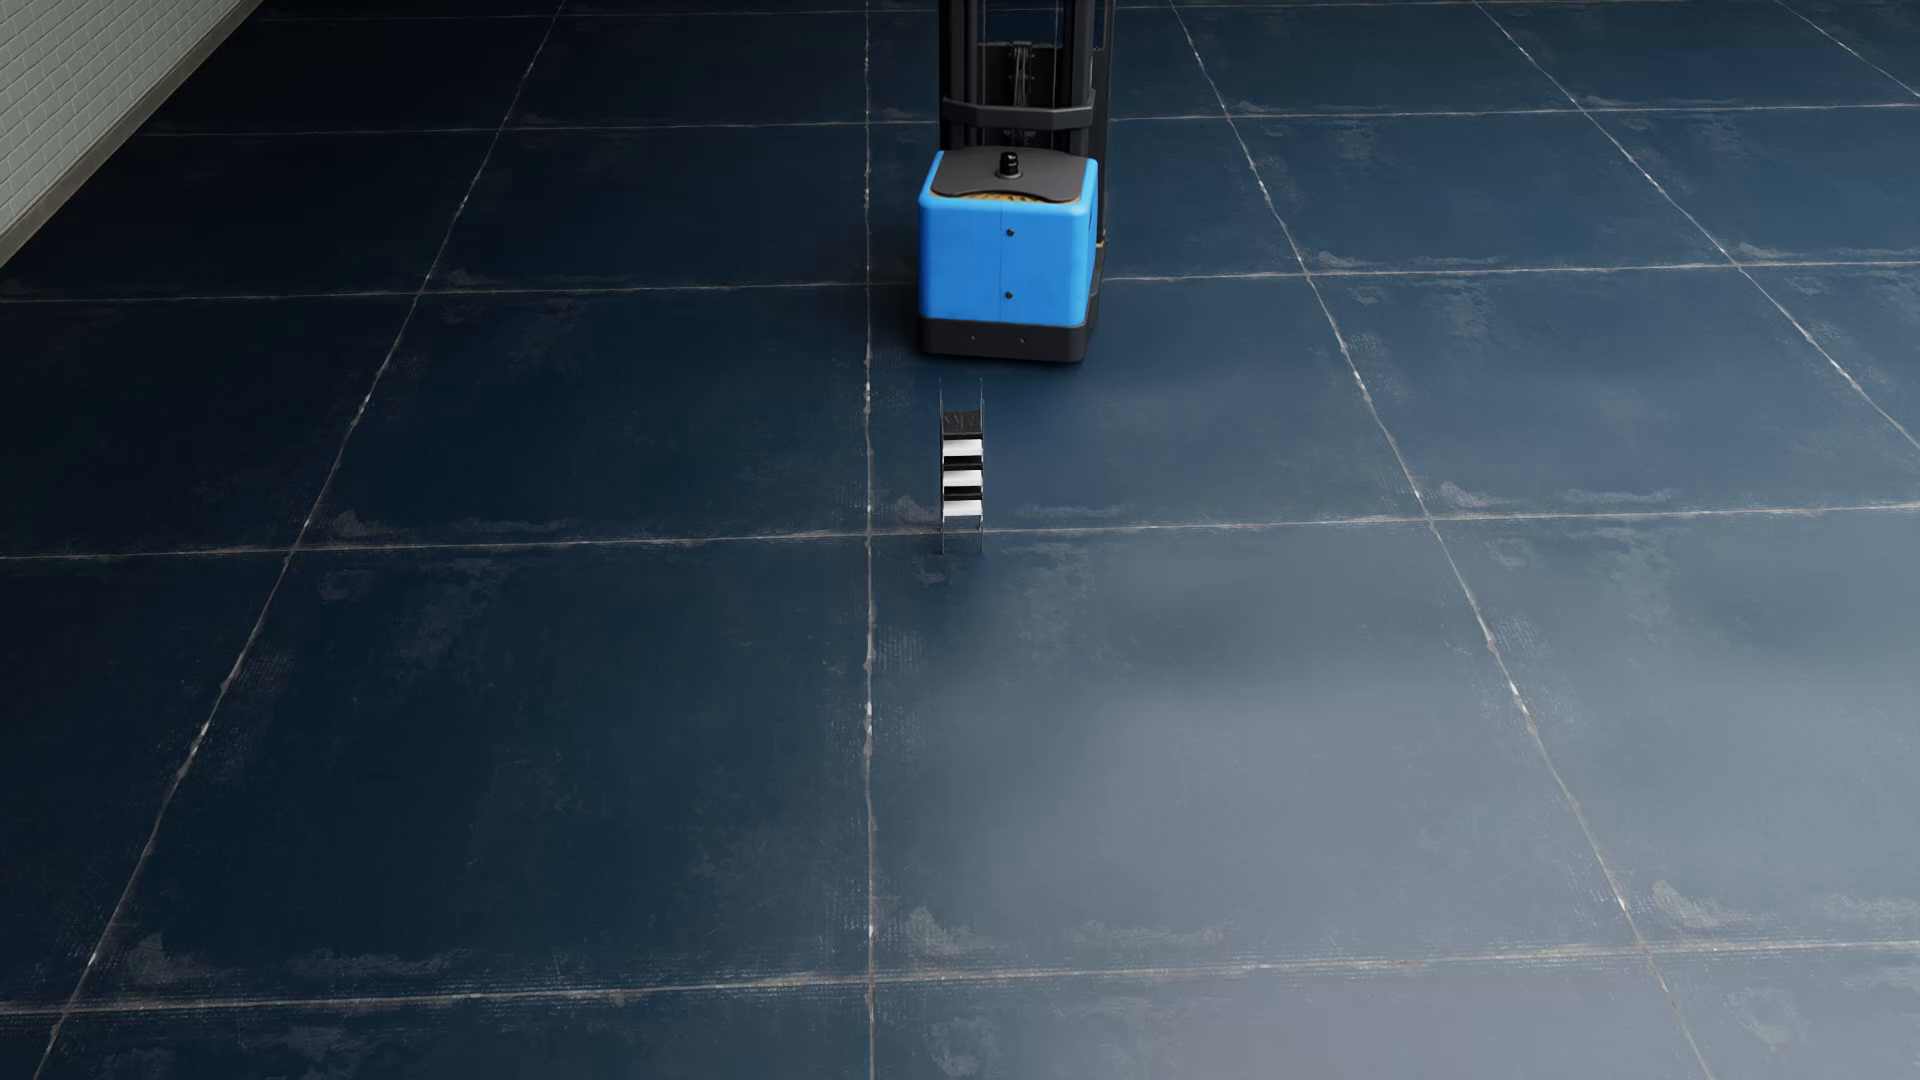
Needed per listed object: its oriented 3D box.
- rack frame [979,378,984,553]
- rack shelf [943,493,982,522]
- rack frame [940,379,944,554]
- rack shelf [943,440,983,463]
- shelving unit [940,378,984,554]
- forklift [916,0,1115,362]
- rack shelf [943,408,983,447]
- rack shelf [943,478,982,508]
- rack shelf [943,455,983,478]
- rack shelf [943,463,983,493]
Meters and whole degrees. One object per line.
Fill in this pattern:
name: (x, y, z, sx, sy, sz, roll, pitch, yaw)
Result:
rack frame: (0.110, -0.373, 8.498, 0.006, 0.900, 0.240, -2, 35, -2)
rack shelf: (0.008, -0.195, 8.616, 0.200, 0.077, 0.258, -2, 35, -2)
rack frame: (-0.093, -0.368, 8.490, 0.006, 0.900, 0.240, -2, 35, -2)
rack shelf: (0.008, -0.491, 8.411, 0.200, 0.077, 0.258, -2, 35, -2)
shelving unit: (0.008, -0.370, 8.494, 0.210, 0.900, 0.258, -2, 35, -2)
forklift: (0.445, -3.122, 10.685, 1.130, 2.935, 3.031, 4, 35, 6)
rack shelf: (0.008, -0.565, 8.360, 0.200, 0.077, 0.258, -2, 35, -2)
rack shelf: (0.008, -0.269, 8.564, 0.200, 0.077, 0.258, -2, 35, -2)
rack shelf: (0.008, -0.417, 8.462, 0.200, 0.077, 0.258, -2, 35, -2)
rack shelf: (0.008, -0.343, 8.513, 0.200, 0.077, 0.258, -2, 35, -2)
